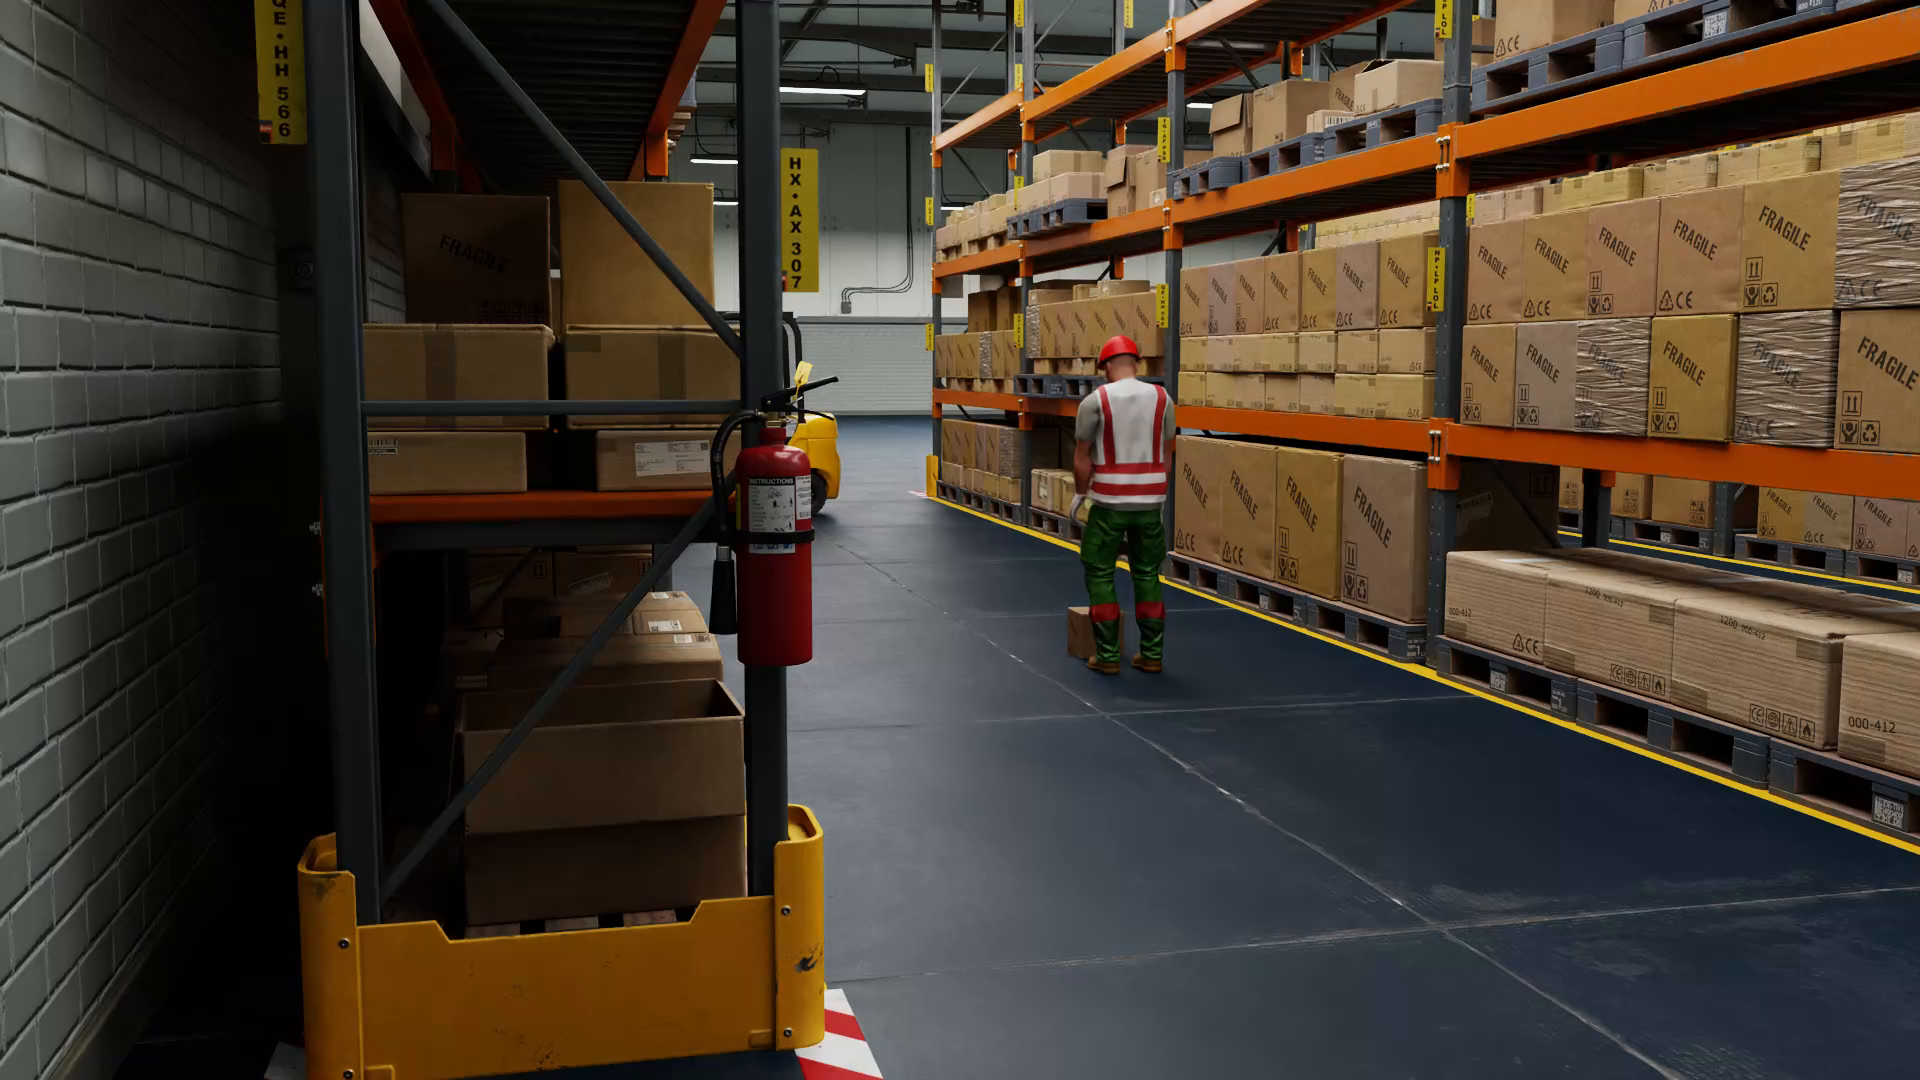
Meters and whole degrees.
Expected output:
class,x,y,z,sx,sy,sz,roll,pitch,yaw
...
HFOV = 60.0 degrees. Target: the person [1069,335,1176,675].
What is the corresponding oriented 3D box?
class,x,y,z,sx,sy,sz,roll,pitch,yaw
person,0.845,-0.187,8.700,0.534,1.757,0.414,-1,6,-12
